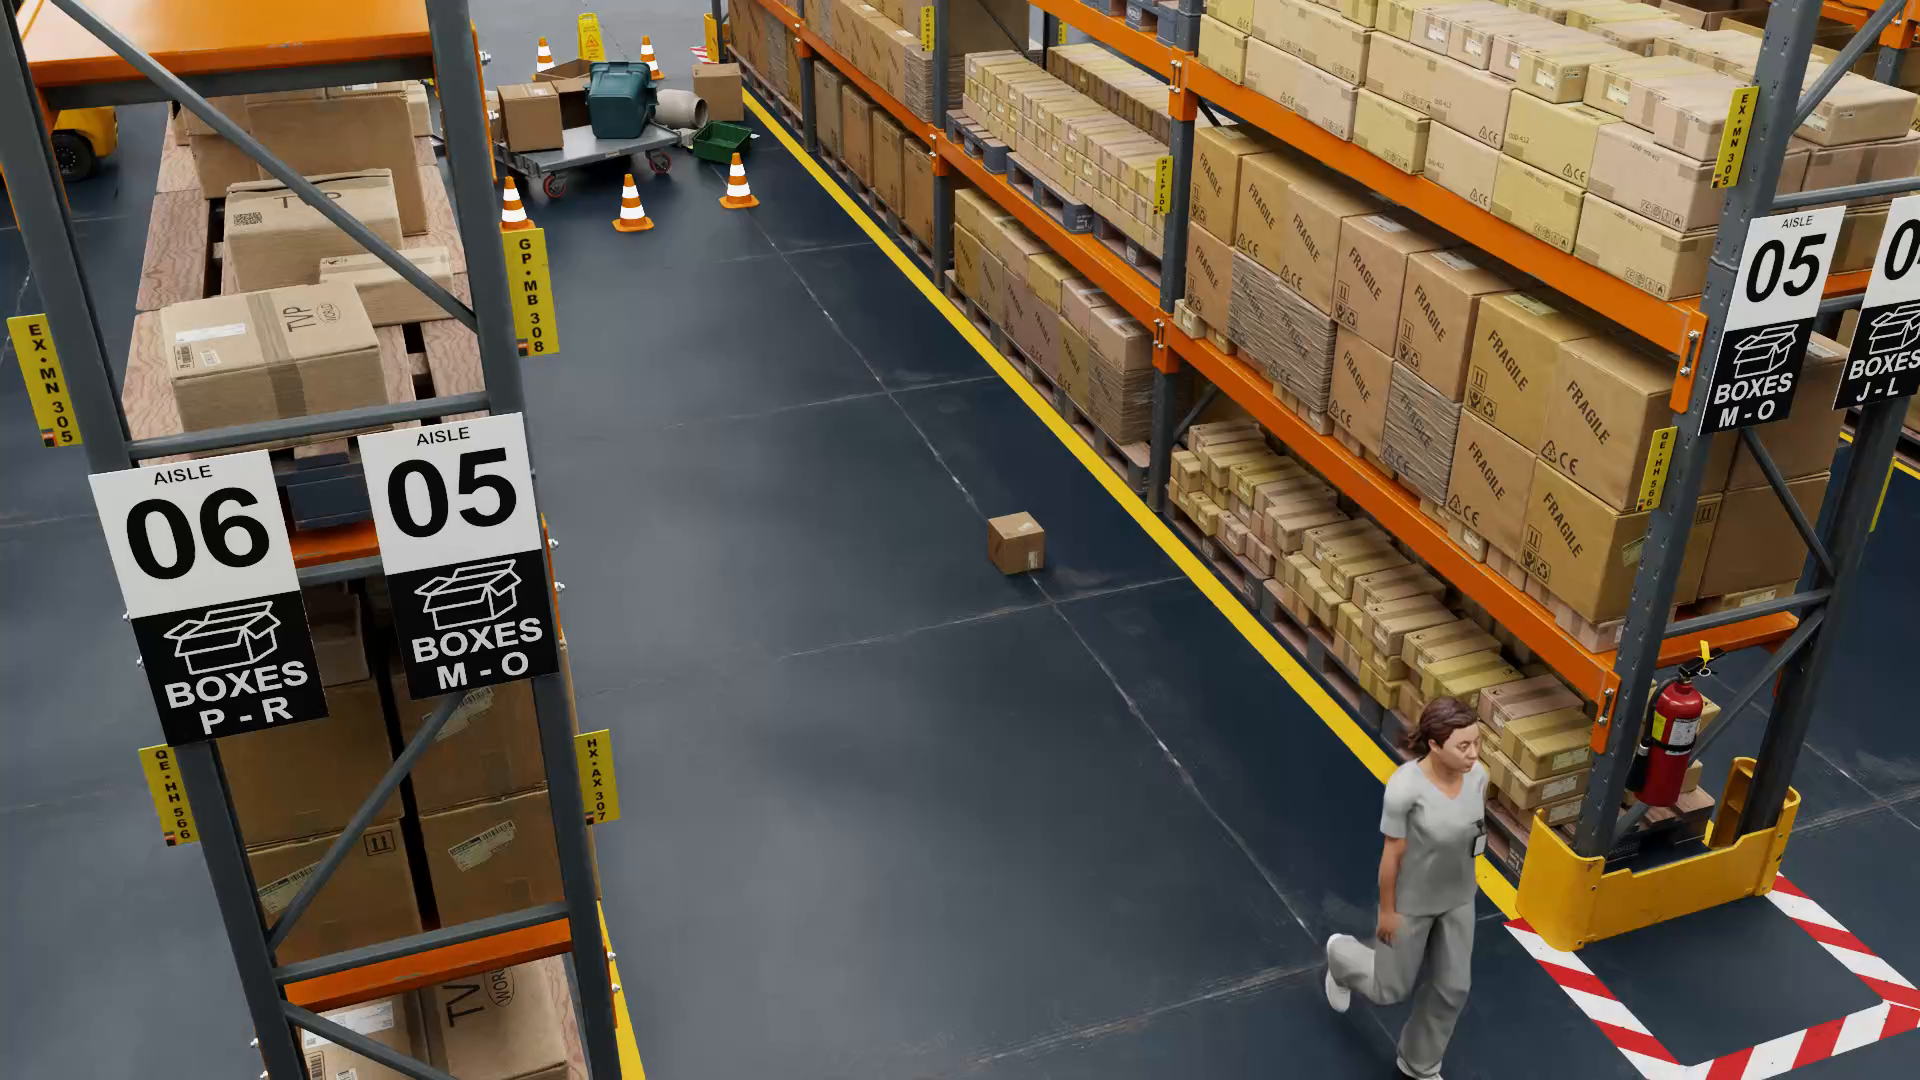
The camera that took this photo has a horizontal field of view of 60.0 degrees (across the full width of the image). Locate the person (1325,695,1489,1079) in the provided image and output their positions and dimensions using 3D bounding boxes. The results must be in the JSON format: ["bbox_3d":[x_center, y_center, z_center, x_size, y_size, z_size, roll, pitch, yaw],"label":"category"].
[{"bbox_3d":[1.695,1.278,6.098,0.443,1.645,0.708,-9,31,-15],"label":"person"}]
